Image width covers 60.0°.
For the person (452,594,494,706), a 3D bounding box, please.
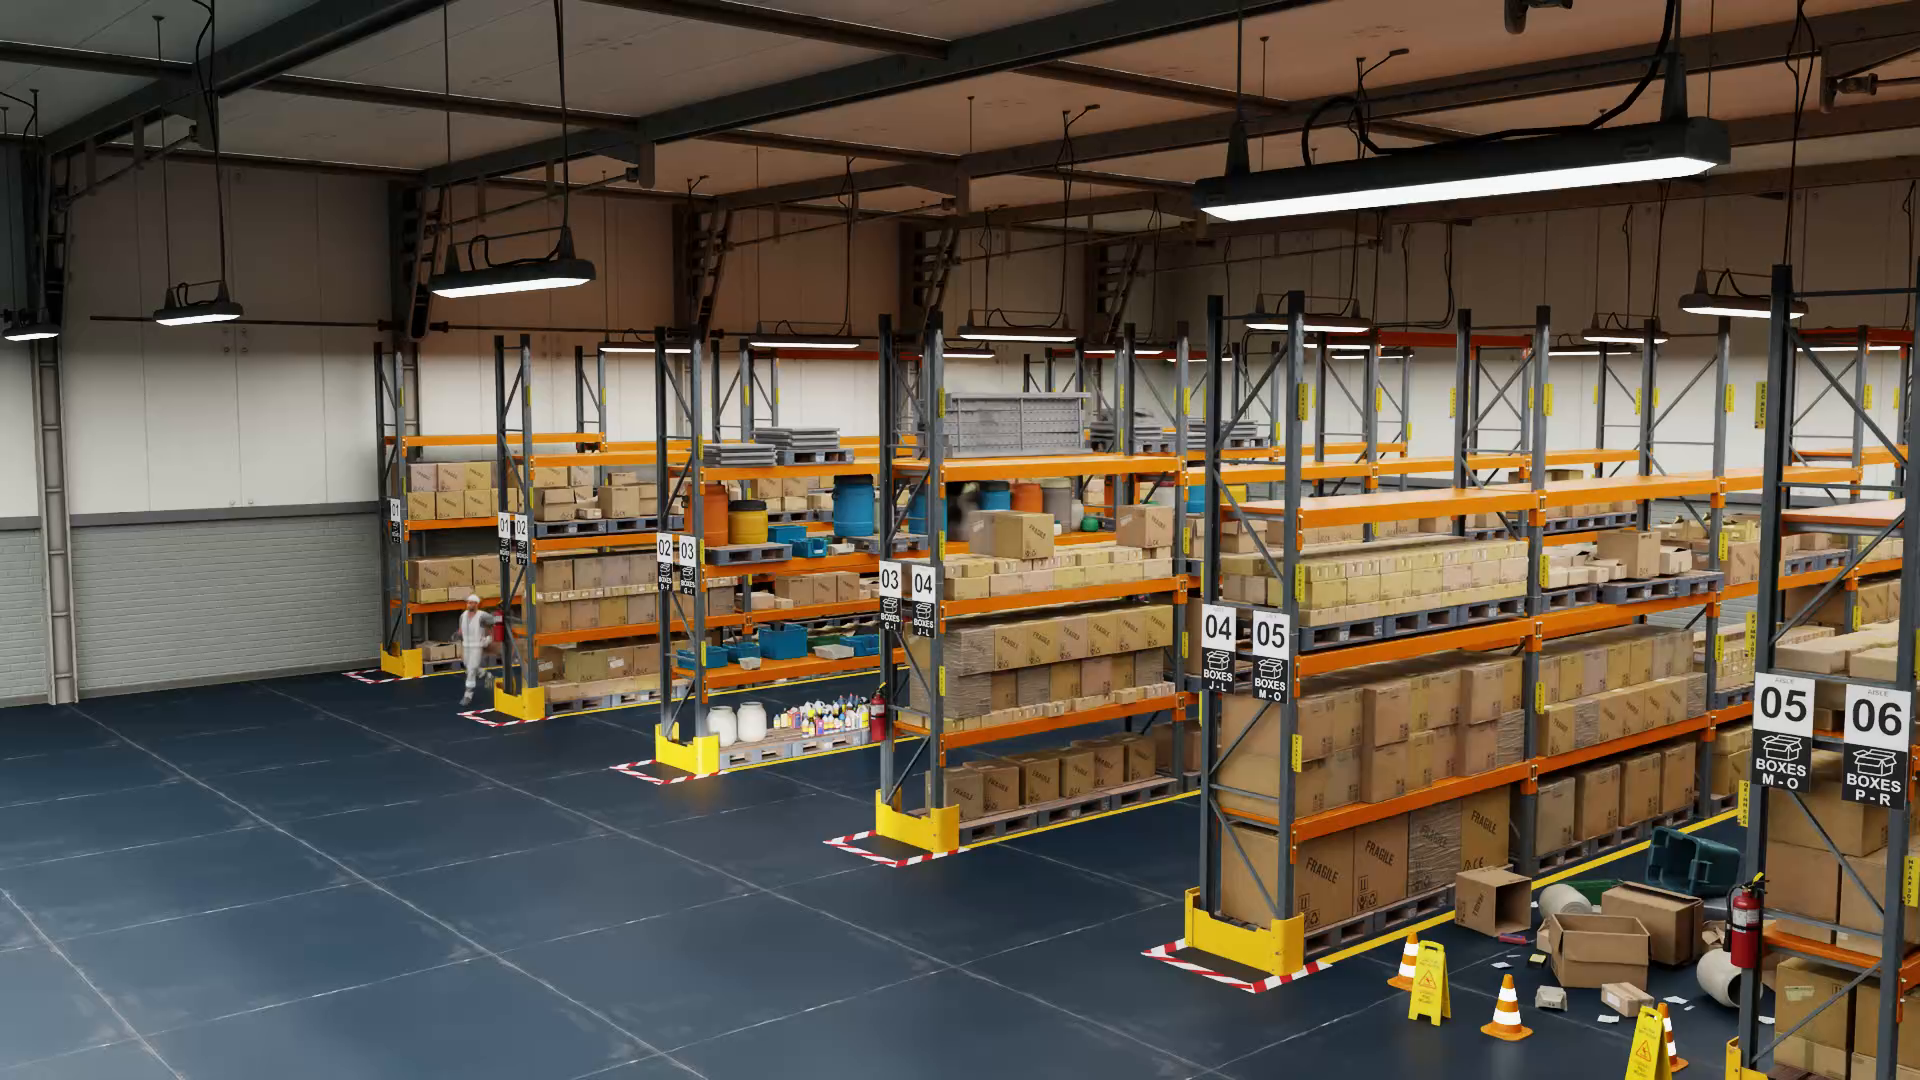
[{"bbox_3d":[-7.992,1.788,27.495,0.660,1.796,0.937,2,6,23],"label":"person"}]
